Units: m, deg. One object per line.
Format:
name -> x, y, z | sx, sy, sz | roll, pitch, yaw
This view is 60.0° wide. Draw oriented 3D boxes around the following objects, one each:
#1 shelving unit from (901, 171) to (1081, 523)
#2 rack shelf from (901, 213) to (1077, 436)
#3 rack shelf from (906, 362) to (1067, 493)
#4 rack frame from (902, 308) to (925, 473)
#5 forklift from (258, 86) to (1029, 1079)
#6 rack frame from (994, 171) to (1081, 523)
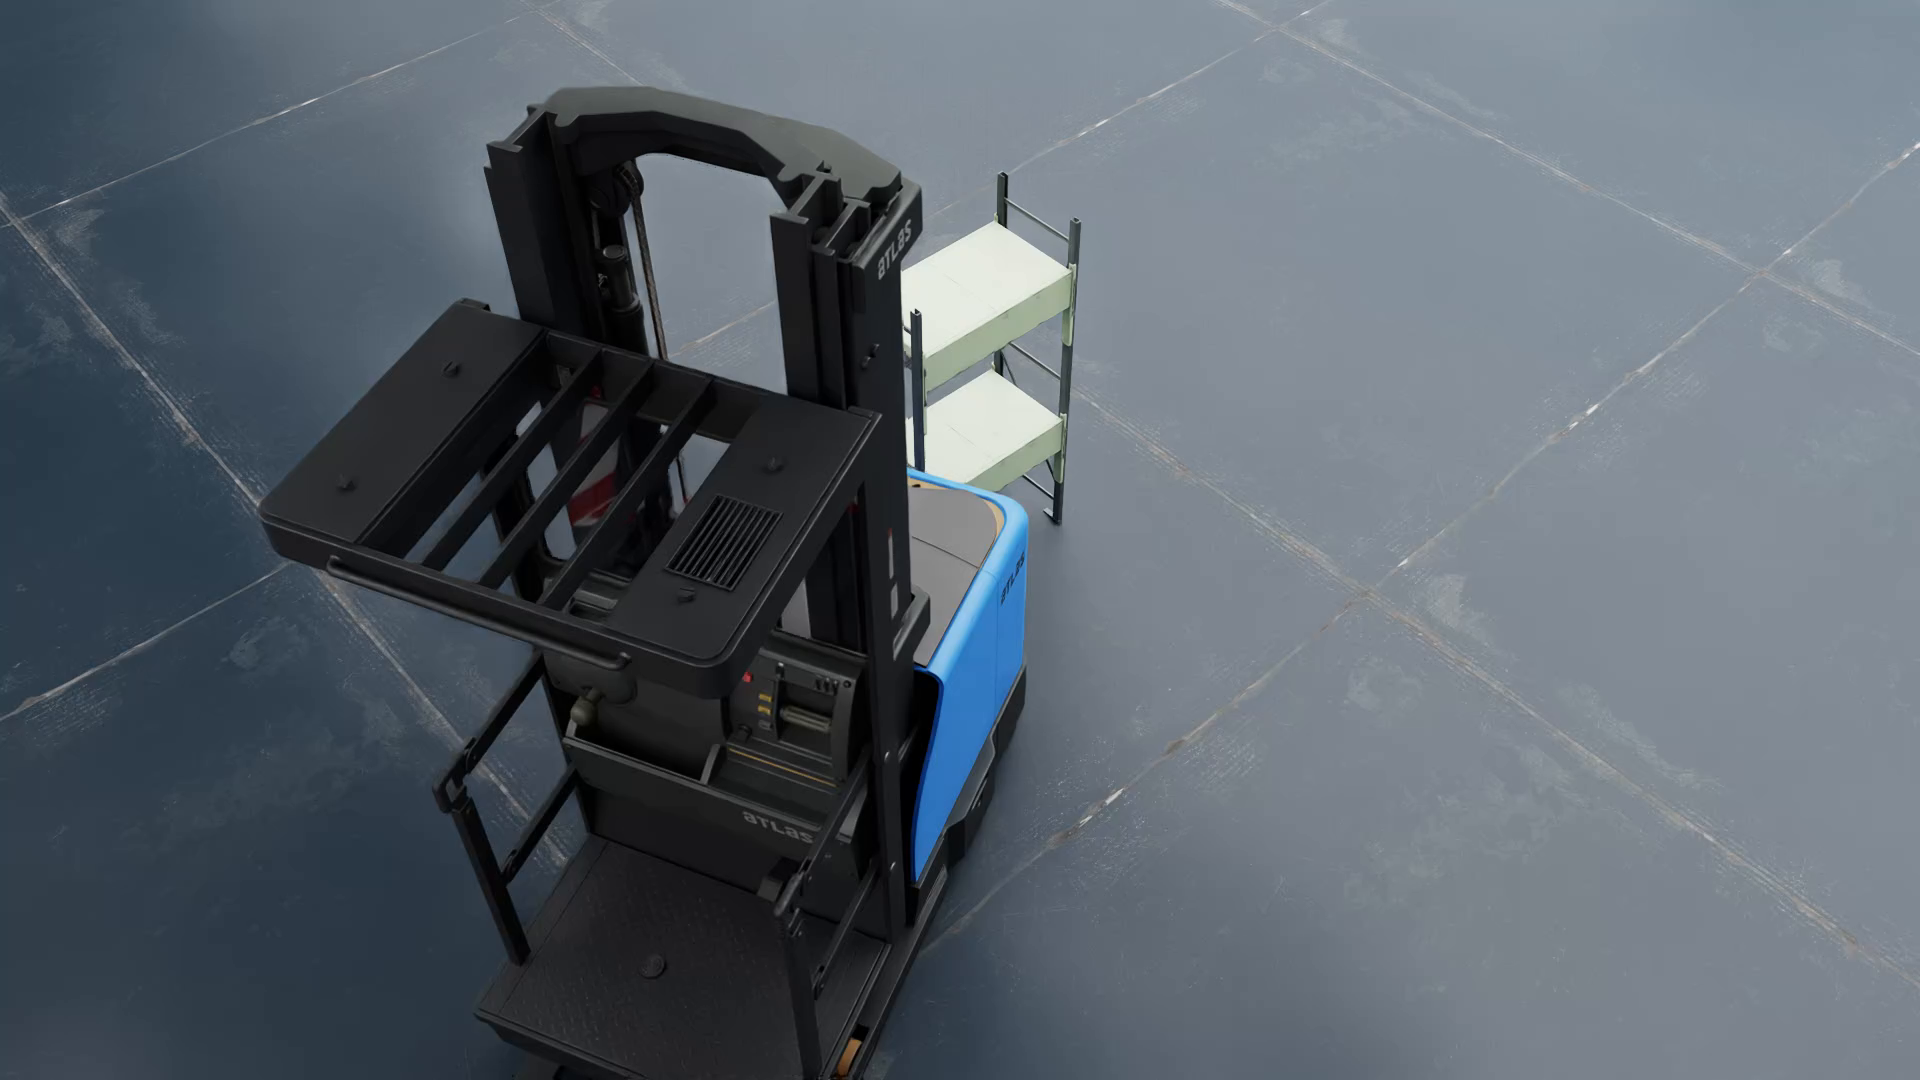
shelving unit -> 0.005, -0.512, 6.202 | 0.755, 1.500, 0.431 | -34, 56, -27
rack shelf -> 0.005, -0.777, 5.915 | 0.720, 0.370, 0.431 | -34, 56, -27
rack shelf -> 0.005, -0.291, 6.441 | 0.720, 0.370, 0.431 | -34, 56, -27
rack frame -> -0.266, -0.331, 6.035 | 0.023, 1.500, 0.400 | -34, 56, -27
forklift -> -0.785, 0.481, 4.311 | 1.130, 2.935, 3.031 | 17, 49, 15
rack frame -> 0.276, -0.693, 6.369 | 0.023, 1.500, 0.400 | -34, 56, -27
